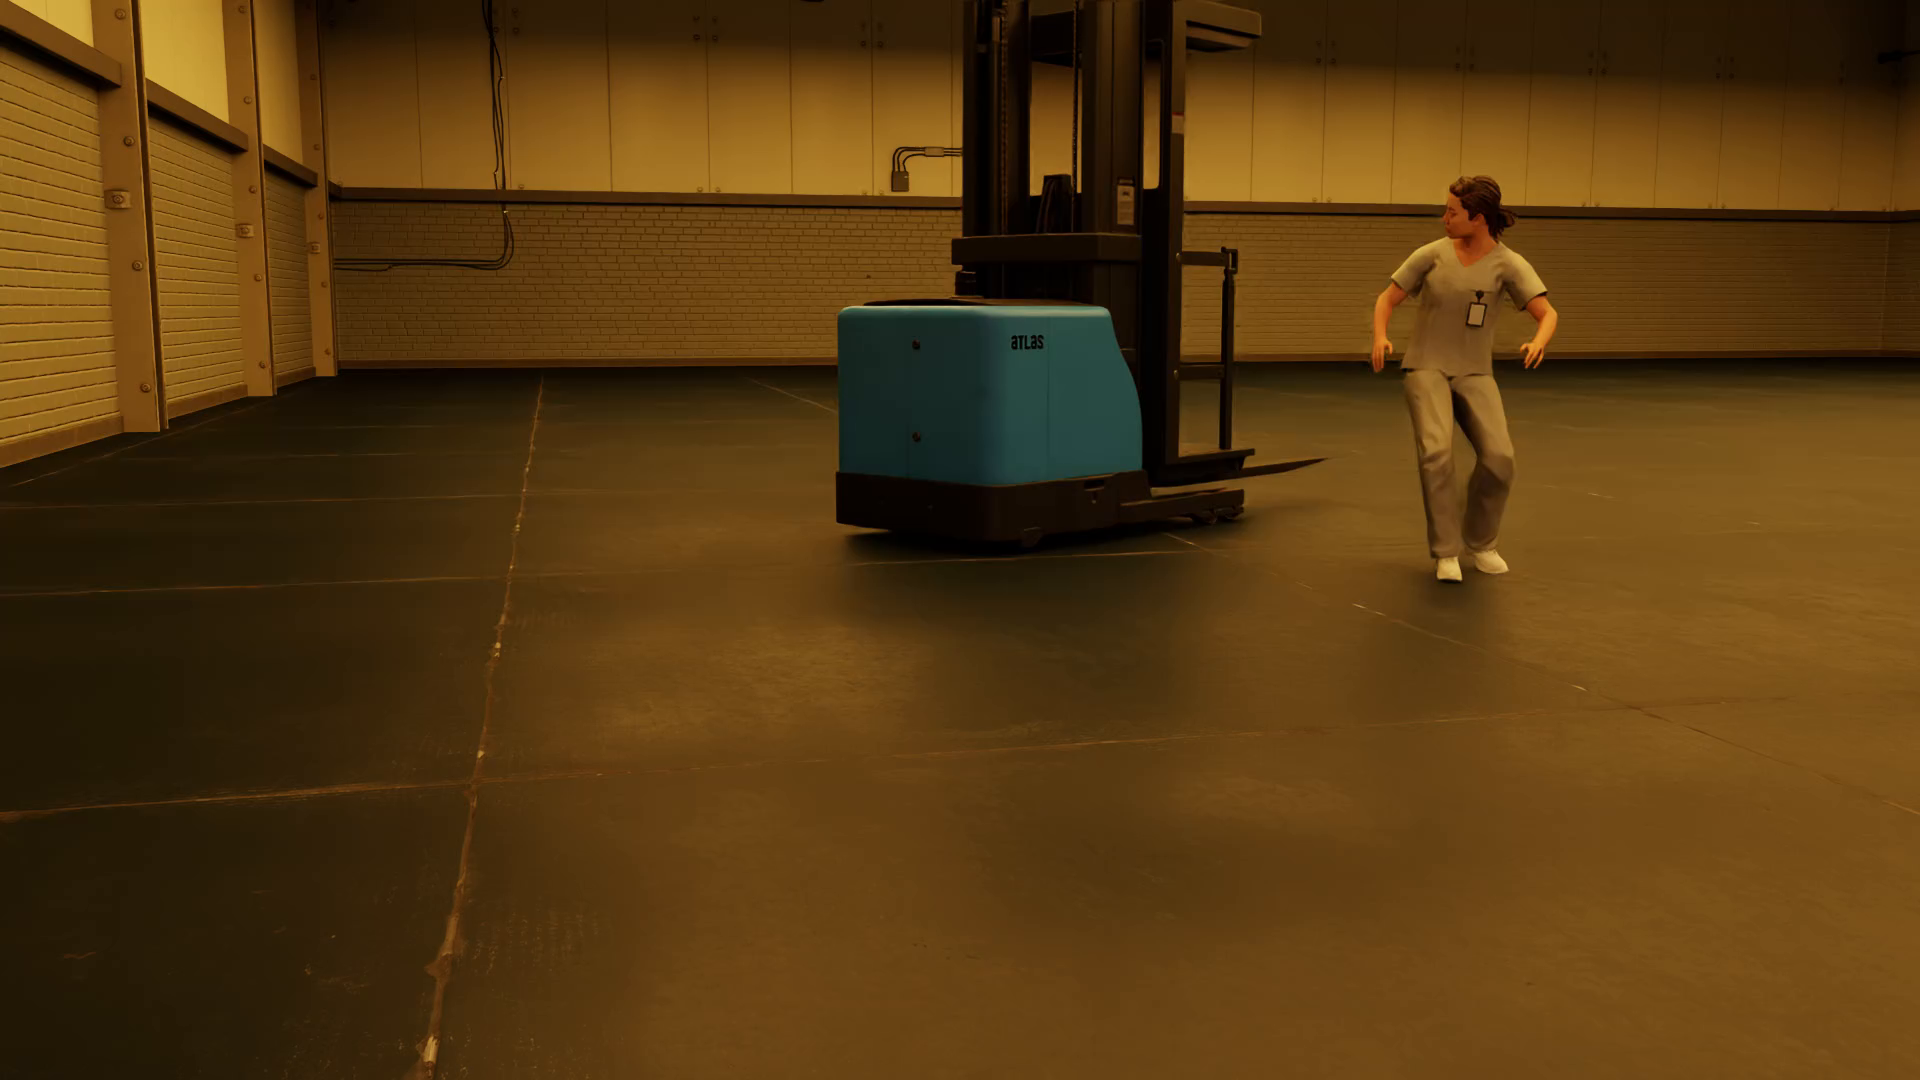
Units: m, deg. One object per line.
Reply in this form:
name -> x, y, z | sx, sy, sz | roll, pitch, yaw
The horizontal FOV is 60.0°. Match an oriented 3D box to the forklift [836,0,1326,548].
forklift -> 0.792, -1.570, 8.347 | 1.130, 2.935, 3.031 | 7, 11, 42

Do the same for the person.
person -> 1.977, -0.635, 6.564 | 0.699, 1.580, 0.659 | 1, 8, 10
